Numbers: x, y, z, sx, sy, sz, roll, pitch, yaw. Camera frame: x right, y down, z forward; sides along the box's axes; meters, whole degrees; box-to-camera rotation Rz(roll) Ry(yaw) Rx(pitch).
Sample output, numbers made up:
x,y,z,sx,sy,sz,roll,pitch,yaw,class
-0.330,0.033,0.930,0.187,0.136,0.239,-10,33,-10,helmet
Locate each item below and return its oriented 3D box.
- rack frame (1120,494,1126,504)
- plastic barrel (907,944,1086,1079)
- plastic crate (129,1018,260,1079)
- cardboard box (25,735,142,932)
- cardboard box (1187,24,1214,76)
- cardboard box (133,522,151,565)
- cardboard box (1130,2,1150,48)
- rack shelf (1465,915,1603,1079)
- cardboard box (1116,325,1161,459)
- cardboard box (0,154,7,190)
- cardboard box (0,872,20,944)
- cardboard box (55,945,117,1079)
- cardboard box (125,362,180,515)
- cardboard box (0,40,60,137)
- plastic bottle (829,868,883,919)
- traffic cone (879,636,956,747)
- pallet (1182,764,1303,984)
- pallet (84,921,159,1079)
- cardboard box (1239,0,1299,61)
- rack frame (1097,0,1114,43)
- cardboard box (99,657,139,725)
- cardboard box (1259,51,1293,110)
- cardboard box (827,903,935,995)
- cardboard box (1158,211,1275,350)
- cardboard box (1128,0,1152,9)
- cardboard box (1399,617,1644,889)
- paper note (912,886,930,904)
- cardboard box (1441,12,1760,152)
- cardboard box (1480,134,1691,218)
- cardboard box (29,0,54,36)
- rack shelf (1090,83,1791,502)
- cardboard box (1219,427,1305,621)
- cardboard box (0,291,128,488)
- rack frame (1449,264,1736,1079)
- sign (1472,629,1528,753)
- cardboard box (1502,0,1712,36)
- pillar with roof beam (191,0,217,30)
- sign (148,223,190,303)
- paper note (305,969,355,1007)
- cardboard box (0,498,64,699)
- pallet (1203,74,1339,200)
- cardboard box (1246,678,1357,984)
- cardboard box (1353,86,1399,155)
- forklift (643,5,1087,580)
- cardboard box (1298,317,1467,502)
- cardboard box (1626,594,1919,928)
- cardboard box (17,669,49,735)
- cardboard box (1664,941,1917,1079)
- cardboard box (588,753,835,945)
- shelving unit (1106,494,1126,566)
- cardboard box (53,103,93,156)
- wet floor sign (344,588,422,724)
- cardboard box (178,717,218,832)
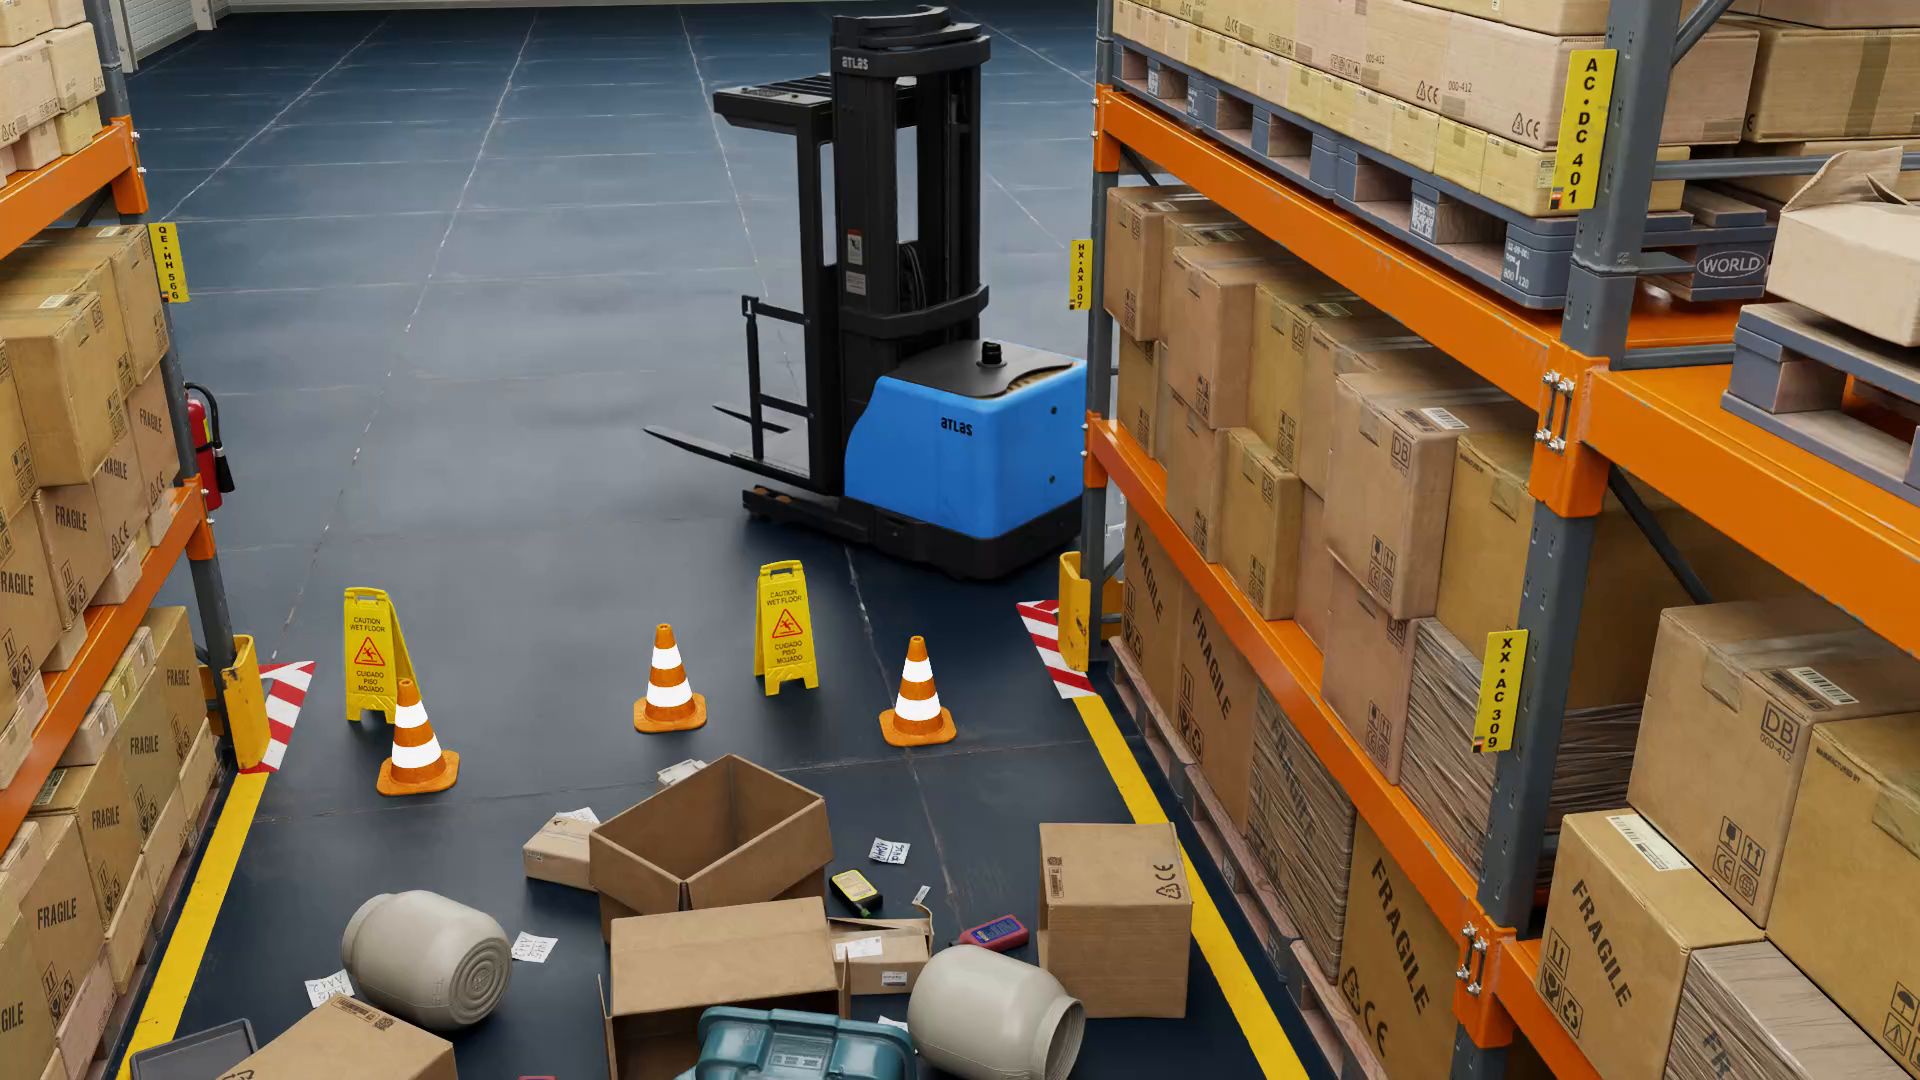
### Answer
x,y,z,sx,sy,sz,roll,pitch,yaw,class
1.519,-0.294,9.544,1.200,0.240,0.015,-15,19,21,rack frame
0.121,1.604,5.548,0.512,0.421,0.421,13,27,27,plastic barrel
-2.492,1.822,5.478,0.402,0.080,0.583,-13,27,-28,plastic crate
-3.156,1.013,5.657,0.500,0.500,0.500,-5,24,-11,cardboard box
1.034,-1.759,5.947,0.380,0.149,0.250,-4,24,-10,cardboard box
-3.286,0.029,6.249,0.380,0.149,0.250,-5,24,-11,cardboard box
0.895,-2.056,6.627,0.380,0.149,0.250,-4,24,-9,cardboard box
2.208,1.873,2.614,1.077,0.370,4.000,-4,24,-10,rack shelf
1.212,-0.743,7.517,0.875,0.550,0.550,-4,24,-10,cardboard box
-3.238,-1.149,5.200,0.380,0.149,0.250,-4,24,-10,cardboard box
-2.912,1.081,4.690,0.380,0.149,0.250,-3,24,-8,cardboard box
-3.062,1.560,5.341,0.500,0.250,0.500,-5,24,-10,cardboard box
-3.376,-0.400,6.422,0.500,0.500,0.500,-5,24,-11,cardboard box
-3.309,-1.473,5.443,0.500,0.250,0.500,-5,24,-10,cardboard box
-0.391,1.389,6.494,0.133,0.061,0.283,-13,27,-28,plastic bottle
-0.199,0.659,7.662,0.336,0.463,0.334,-4,24,-10,traffic cone
1.546,1.248,6.628,1.003,0.211,1.213,-4,24,-10,pallet
-3.395,1.698,5.599,1.003,0.211,1.213,-4,24,-10,pallet
1.217,-1.693,5.298,0.500,0.250,0.500,-4,24,-10,cardboard box
1.099,-3.566,6.672,1.000,3.000,0.127,-4,24,-10,rack frame
-3.165,0.550,5.906,0.380,0.149,0.250,-4,24,-9,cardboard box
1.174,-1.461,5.265,0.380,0.149,0.250,-4,24,-10,cardboard box
-0.289,1.469,6.054,0.396,0.266,0.258,0,24,-1,cardboard box
1.322,-1.022,6.807,0.875,0.550,0.550,-4,24,-10,cardboard box
0.936,-2.289,6.661,0.500,0.250,0.500,-4,24,-10,cardboard box
1.758,0.543,4.571,0.875,0.550,0.550,-4,24,-10,cardboard box
-0.153,1.397,6.539,0.032,0.001,0.123,8,25,18,paper note
1.495,-1.099,3.937,0.500,0.250,0.500,-5,24,-10,cardboard box
1.457,-0.861,3.891,0.380,0.149,0.250,-4,24,-10,cardboard box
-3.385,-1.820,5.740,0.380,0.149,0.250,-4,24,-9,cardboard box
1.469,-1.075,5.616,1.077,0.370,4.000,-4,24,-10,rack shelf
1.454,-0.094,6.029,0.875,0.550,0.500,-4,24,-10,cardboard box
-3.157,-0.474,5.342,0.700,0.500,0.500,-5,24,-10,cardboard box
1.838,0.756,4.271,1.000,3.000,0.127,-4,24,-10,rack frame
1.293,0.365,3.986,0.100,0.325,0.005,-4,24,-10,sign
1.458,-1.227,3.732,0.380,0.149,0.250,-5,24,-10,cardboard box
-10.698,-14.570,31.866,9.100,9.000,0.400,-4,24,-10,pillar with roof beam
-3.198,-1.120,6.724,0.100,0.325,0.005,-4,24,-10,sign
-2.279,1.617,6.009,0.142,0.019,0.148,-13,27,-28,paper note
-3.124,0.195,5.059,0.500,0.500,0.500,-4,24,-9,cardboard box
1.475,-1.379,5.523,1.003,0.211,1.213,-4,24,-10,pallet
1.621,0.931,6.001,0.875,0.875,0.875,-4,24,-9,cardboard box
1.314,-1.162,4.580,0.380,0.149,0.250,-4,24,-10,cardboard box
-0.688,-1.588,9.724,3.031,2.935,1.130,18,29,35,forklift
1.623,-0.385,5.348,0.875,0.550,0.550,-4,24,-10,cardboard box
1.936,0.447,3.604,0.700,0.500,0.500,-5,24,-11,cardboard box
-3.052,0.529,5.105,0.380,0.149,0.250,-4,24,-10,cardboard box
1.765,1.136,3.277,0.500,0.500,0.500,-4,24,-9,cardboard box
-0.934,1.237,6.290,0.637,0.503,0.797,18,29,36,cardboard box
1.459,-0.198,9.328,1.200,0.258,0.503,-15,19,21,shelving unit
-3.328,-1.455,5.901,0.380,0.149,0.250,-4,24,-9,cardboard box
-2.731,0.514,7.767,0.267,0.644,0.232,4,24,9,wet floor sign
-3.329,0.964,6.706,0.500,0.250,0.500,-4,24,-10,cardboard box
